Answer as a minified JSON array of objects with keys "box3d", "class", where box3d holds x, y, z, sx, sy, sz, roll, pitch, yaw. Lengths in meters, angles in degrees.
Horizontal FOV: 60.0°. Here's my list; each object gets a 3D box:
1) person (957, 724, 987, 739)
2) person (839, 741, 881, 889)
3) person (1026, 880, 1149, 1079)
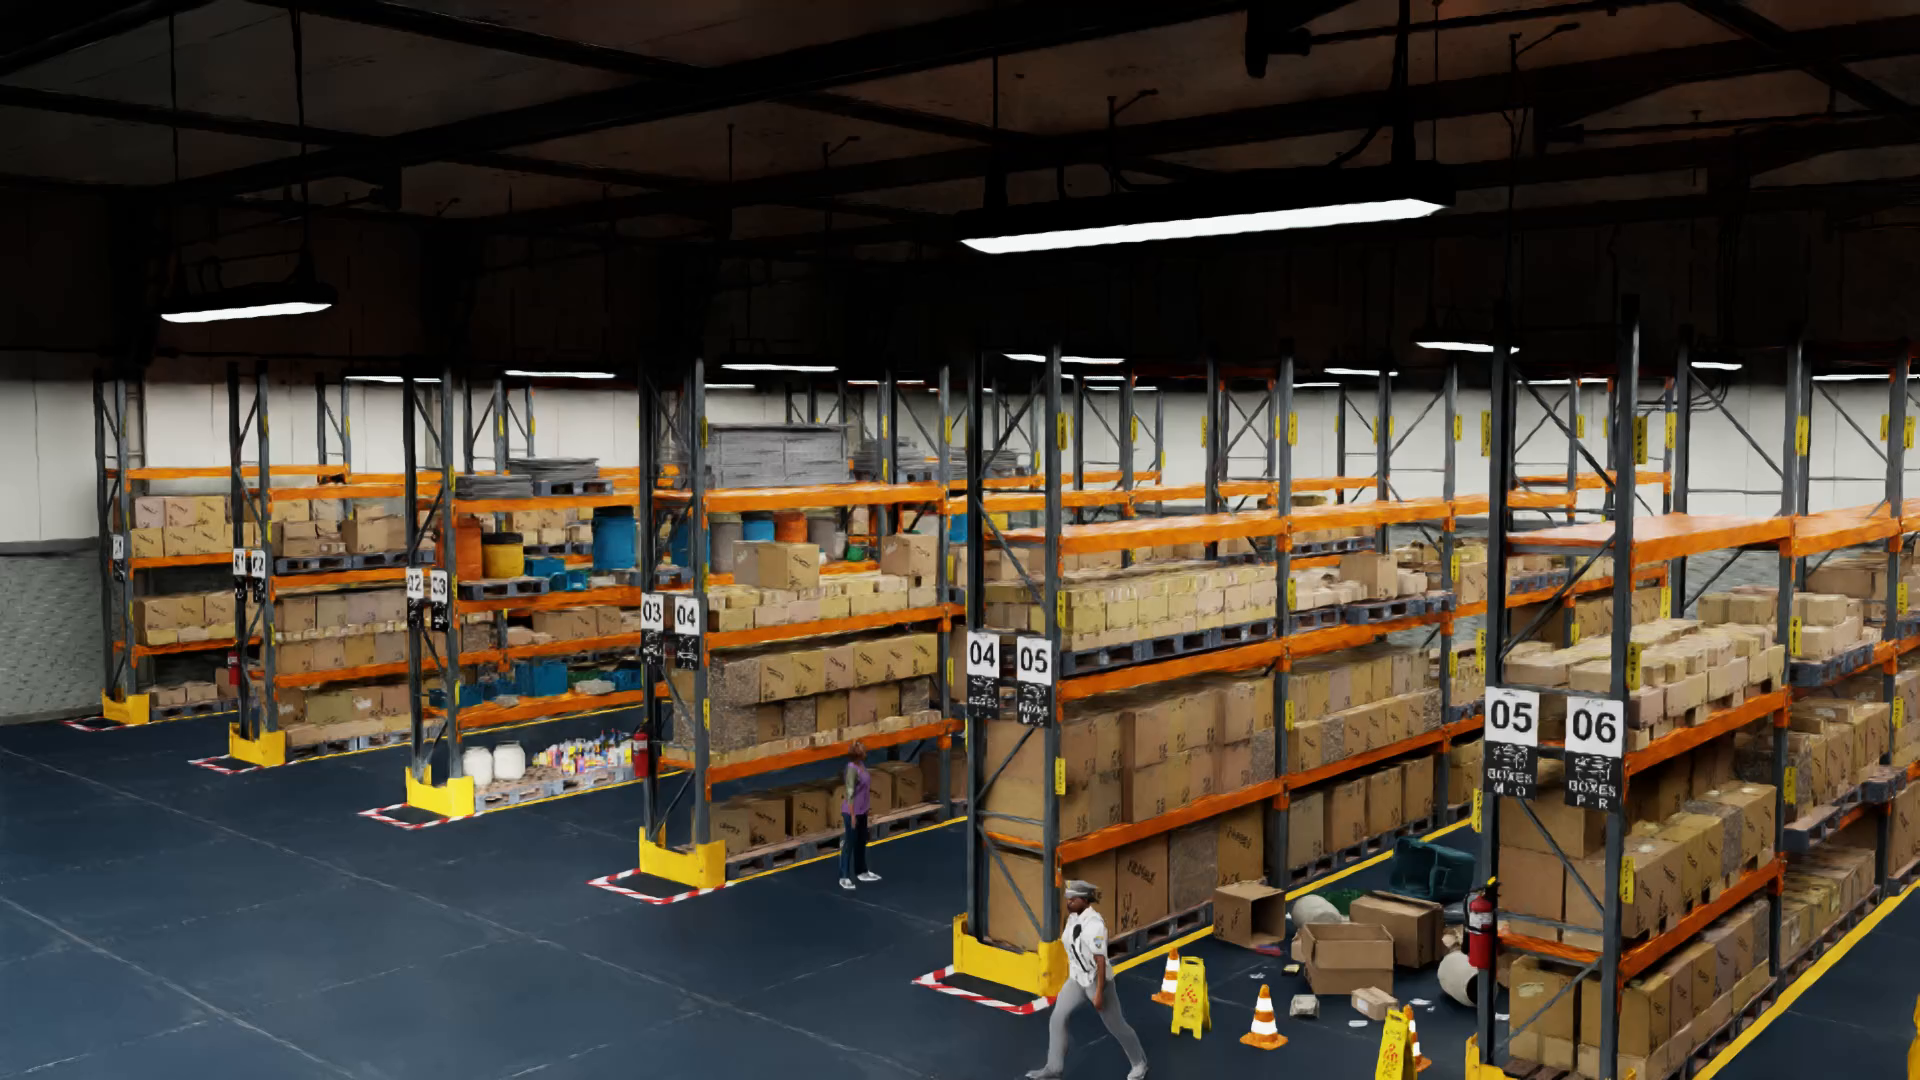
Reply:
[{"box3d":[0.181,2.367,26.509,0.719,1.714,0.578,4,6,40],"class":"person"},{"box3d":[-1.116,3.005,18.305,0.419,1.603,0.504,1,4,13],"class":"person"},{"box3d":[1.016,3.408,12.888,0.944,1.619,0.489,-2,5,-26],"class":"person"}]
